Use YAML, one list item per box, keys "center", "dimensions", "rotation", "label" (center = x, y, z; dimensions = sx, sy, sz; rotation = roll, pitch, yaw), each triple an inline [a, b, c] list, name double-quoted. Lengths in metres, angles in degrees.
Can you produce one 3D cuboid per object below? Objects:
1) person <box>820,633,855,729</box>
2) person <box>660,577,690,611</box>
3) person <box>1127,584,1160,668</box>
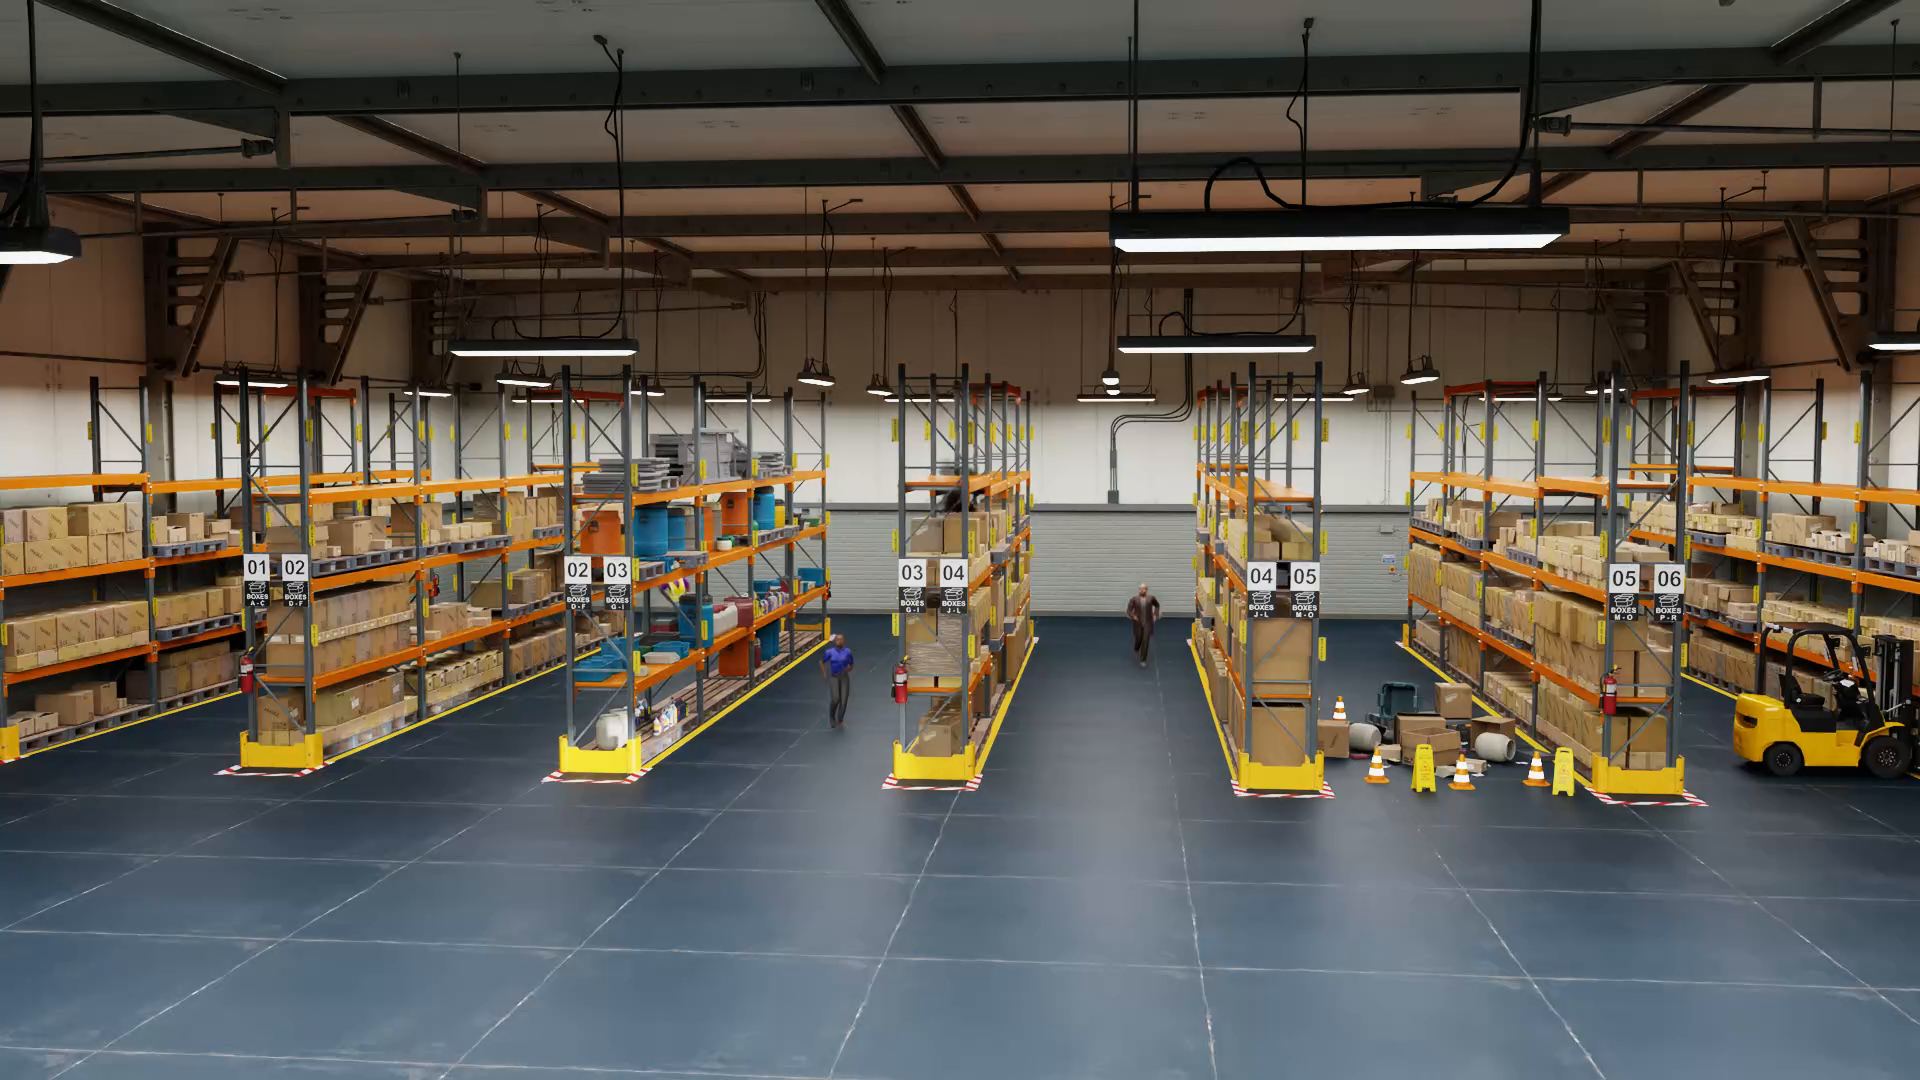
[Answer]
- center: [-2.040, 2.384, 27.968]
  dimensions: [0.552, 1.620, 0.628]
  rotation: [-1, 4, -15]
  label: "person"
- center: [-6.974, 1.521, 40.933]
  dimensions: [0.705, 1.727, 0.930]
  rotation: [-2, 4, -32]
  label: "person"
- center: [3.963, 1.829, 35.917]
  dimensions: [0.718, 1.777, 0.927]
  rotation: [0, 4, 7]
  label: "person"
